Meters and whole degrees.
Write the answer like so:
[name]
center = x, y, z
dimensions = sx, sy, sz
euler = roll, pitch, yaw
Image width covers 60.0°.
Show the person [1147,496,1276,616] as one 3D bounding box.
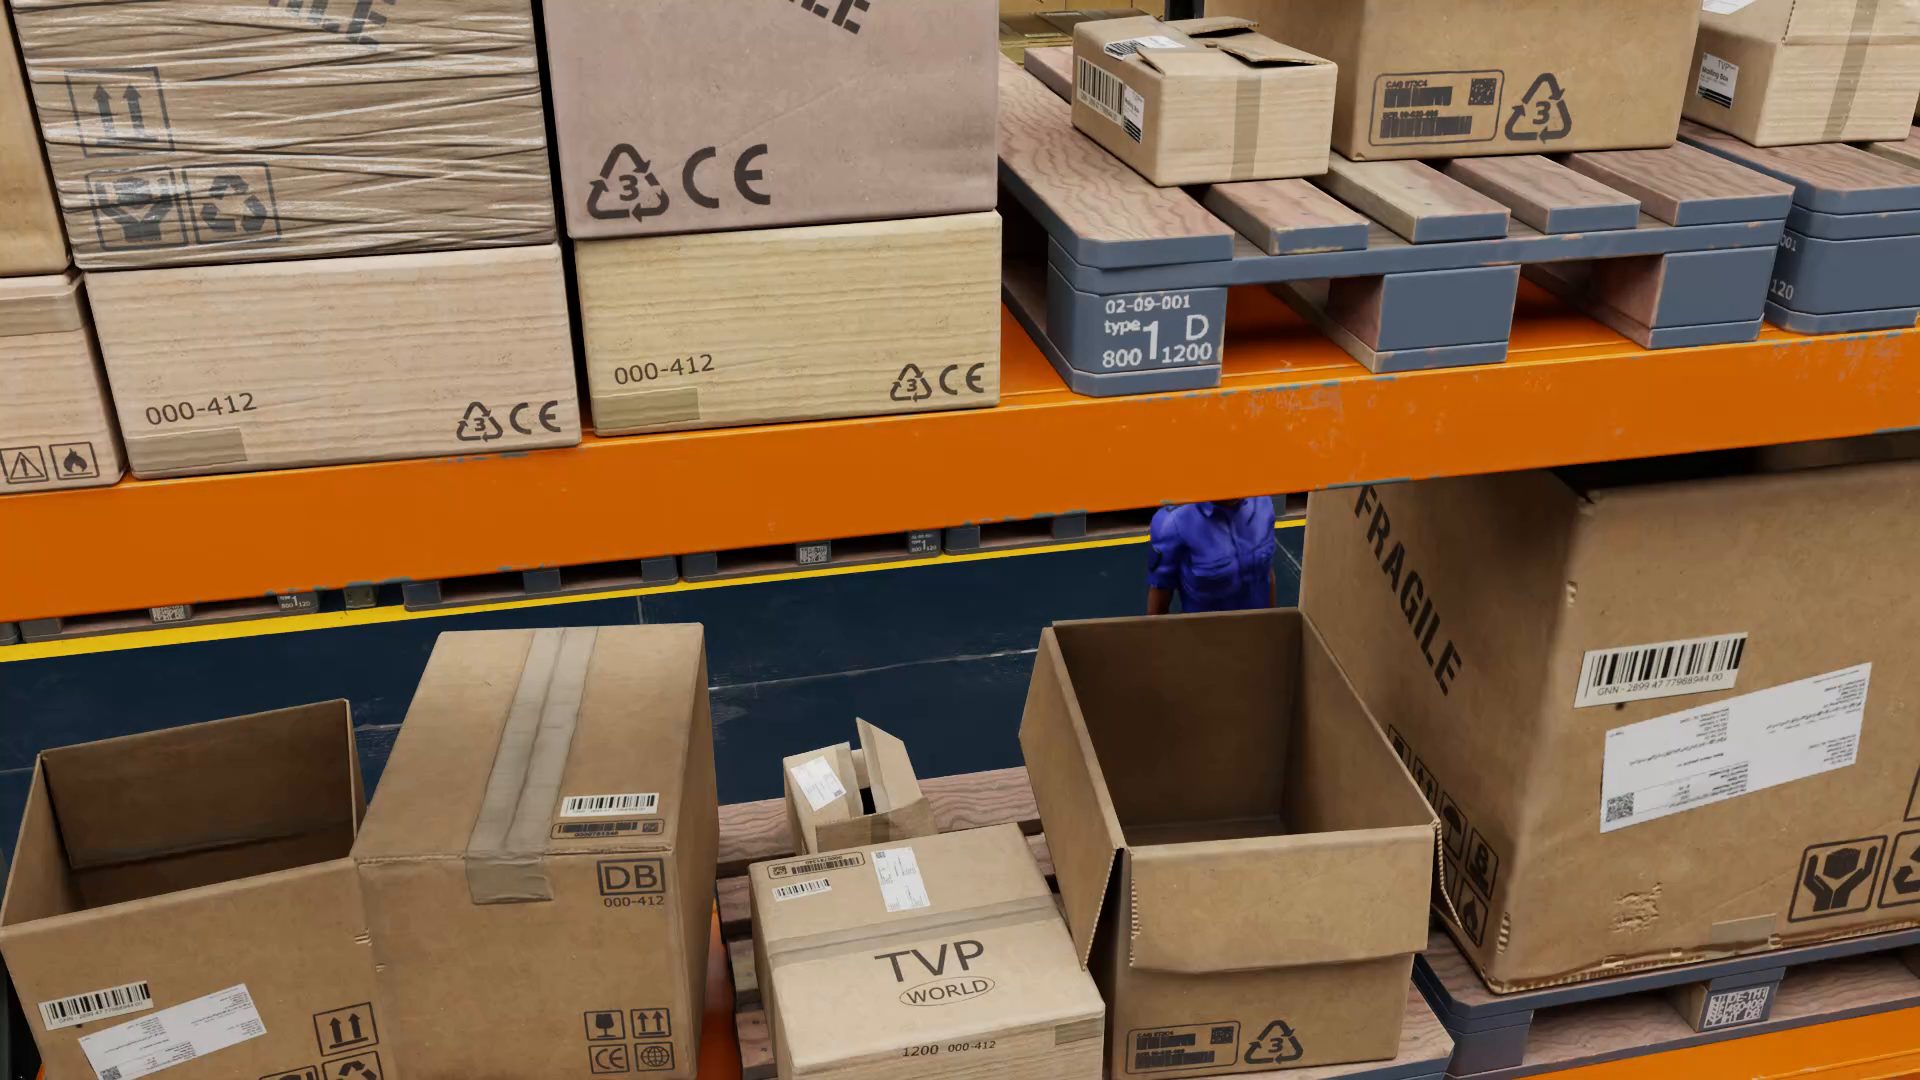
[person]
center = 0.851, 0.398, 5.306
dimensions = 0.488, 1.638, 0.608
euler = -11, 29, -21
